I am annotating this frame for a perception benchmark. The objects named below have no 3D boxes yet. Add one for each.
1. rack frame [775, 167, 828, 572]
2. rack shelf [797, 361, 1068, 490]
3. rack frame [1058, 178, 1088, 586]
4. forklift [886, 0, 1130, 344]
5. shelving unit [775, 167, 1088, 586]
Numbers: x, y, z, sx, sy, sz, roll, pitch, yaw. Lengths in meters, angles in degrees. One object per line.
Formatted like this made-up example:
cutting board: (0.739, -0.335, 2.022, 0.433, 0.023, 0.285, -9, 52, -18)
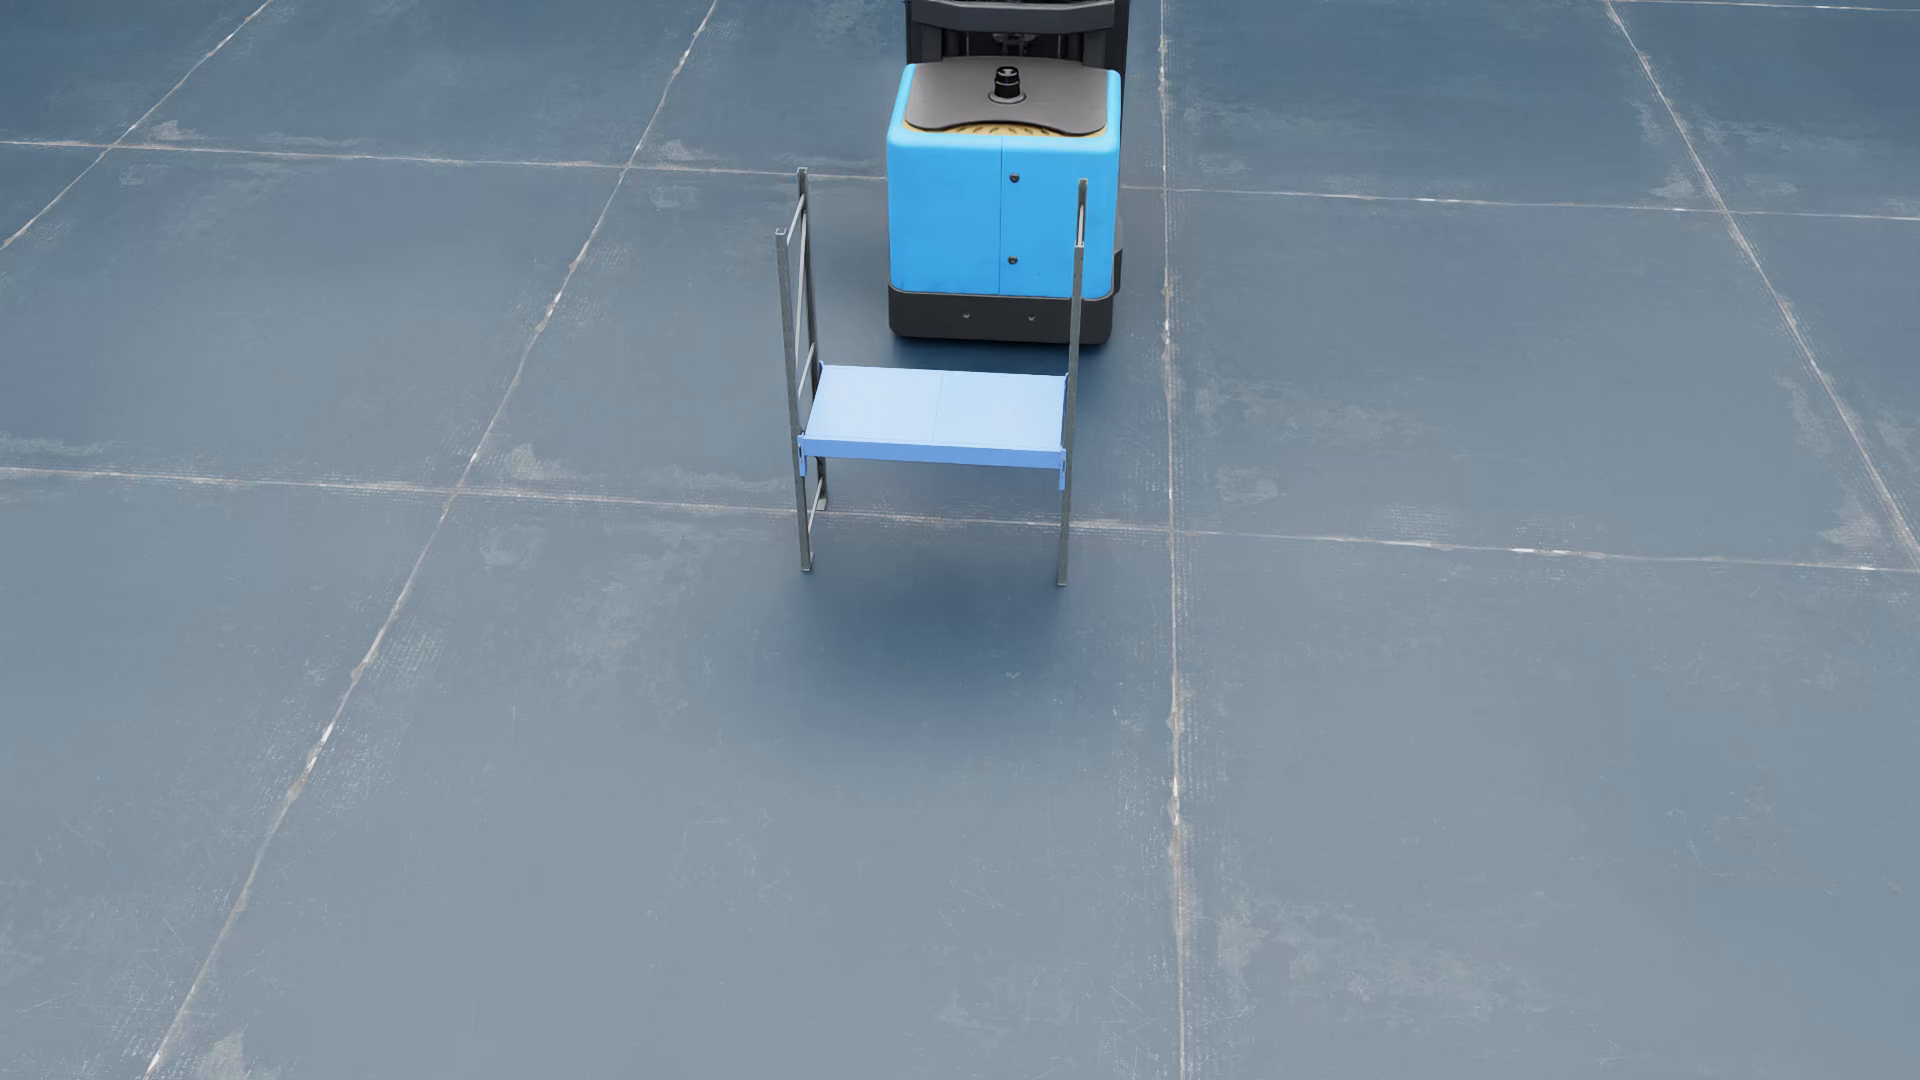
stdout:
rack frame: (-0.591, -0.614, 6.316, 0.032, 1.500, 0.500, 3, 39, 4)
rack shelf: (-0.085, -0.447, 6.396, 1.000, 0.185, 0.538, 3, 39, 4)
rack frame: (0.421, -0.559, 6.248, 0.032, 1.500, 0.500, 3, 39, 4)
forklift: (0.298, -2.967, 8.073, 1.130, 2.935, 3.031, 3, 39, 3)
shelving unit: (-0.085, -0.586, 6.282, 1.048, 1.500, 0.538, 3, 39, 4)
